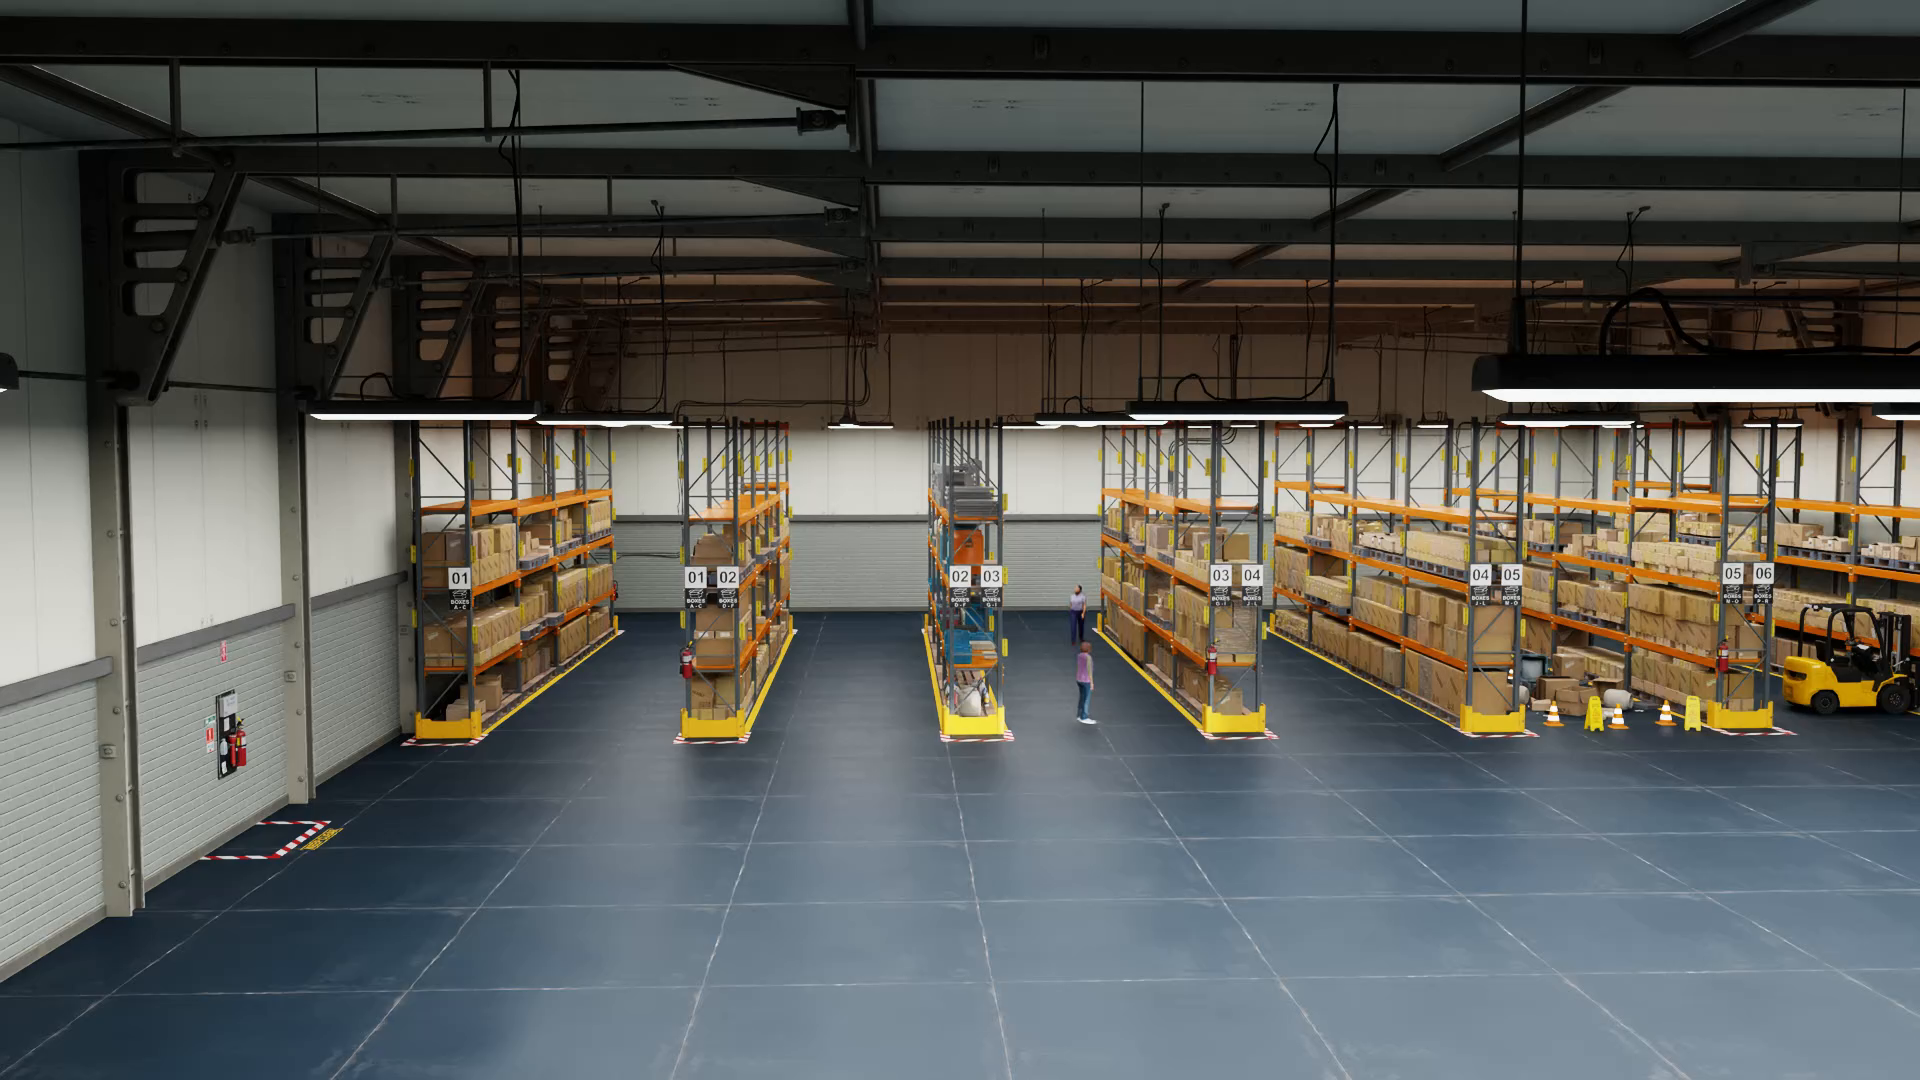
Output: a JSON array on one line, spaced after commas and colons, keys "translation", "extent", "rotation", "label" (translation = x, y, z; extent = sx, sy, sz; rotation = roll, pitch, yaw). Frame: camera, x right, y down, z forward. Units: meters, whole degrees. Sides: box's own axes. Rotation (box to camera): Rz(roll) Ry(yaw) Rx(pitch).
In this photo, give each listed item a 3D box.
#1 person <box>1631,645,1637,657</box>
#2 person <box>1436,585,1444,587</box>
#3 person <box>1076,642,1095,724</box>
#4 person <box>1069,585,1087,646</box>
[{"translation": [16.896, 2.147, 41.897], "extent": [0.566, 1.710, 0.724], "rotation": [-1, 4, -9], "label": "person"}, {"translation": [12.714, 2.012, 44.211], "extent": [0.551, 1.687, 0.739], "rotation": [-2, 4, -24], "label": "person"}, {"translation": [2.455, 2.826, 32.657], "extent": [0.324, 1.661, 0.480], "rotation": [-2, 4, -27], "label": "person"}, {"translation": [3.165, 2.008, 44.633], "extent": [0.458, 1.589, 0.951], "rotation": [0, 4, 2], "label": "person"}]
